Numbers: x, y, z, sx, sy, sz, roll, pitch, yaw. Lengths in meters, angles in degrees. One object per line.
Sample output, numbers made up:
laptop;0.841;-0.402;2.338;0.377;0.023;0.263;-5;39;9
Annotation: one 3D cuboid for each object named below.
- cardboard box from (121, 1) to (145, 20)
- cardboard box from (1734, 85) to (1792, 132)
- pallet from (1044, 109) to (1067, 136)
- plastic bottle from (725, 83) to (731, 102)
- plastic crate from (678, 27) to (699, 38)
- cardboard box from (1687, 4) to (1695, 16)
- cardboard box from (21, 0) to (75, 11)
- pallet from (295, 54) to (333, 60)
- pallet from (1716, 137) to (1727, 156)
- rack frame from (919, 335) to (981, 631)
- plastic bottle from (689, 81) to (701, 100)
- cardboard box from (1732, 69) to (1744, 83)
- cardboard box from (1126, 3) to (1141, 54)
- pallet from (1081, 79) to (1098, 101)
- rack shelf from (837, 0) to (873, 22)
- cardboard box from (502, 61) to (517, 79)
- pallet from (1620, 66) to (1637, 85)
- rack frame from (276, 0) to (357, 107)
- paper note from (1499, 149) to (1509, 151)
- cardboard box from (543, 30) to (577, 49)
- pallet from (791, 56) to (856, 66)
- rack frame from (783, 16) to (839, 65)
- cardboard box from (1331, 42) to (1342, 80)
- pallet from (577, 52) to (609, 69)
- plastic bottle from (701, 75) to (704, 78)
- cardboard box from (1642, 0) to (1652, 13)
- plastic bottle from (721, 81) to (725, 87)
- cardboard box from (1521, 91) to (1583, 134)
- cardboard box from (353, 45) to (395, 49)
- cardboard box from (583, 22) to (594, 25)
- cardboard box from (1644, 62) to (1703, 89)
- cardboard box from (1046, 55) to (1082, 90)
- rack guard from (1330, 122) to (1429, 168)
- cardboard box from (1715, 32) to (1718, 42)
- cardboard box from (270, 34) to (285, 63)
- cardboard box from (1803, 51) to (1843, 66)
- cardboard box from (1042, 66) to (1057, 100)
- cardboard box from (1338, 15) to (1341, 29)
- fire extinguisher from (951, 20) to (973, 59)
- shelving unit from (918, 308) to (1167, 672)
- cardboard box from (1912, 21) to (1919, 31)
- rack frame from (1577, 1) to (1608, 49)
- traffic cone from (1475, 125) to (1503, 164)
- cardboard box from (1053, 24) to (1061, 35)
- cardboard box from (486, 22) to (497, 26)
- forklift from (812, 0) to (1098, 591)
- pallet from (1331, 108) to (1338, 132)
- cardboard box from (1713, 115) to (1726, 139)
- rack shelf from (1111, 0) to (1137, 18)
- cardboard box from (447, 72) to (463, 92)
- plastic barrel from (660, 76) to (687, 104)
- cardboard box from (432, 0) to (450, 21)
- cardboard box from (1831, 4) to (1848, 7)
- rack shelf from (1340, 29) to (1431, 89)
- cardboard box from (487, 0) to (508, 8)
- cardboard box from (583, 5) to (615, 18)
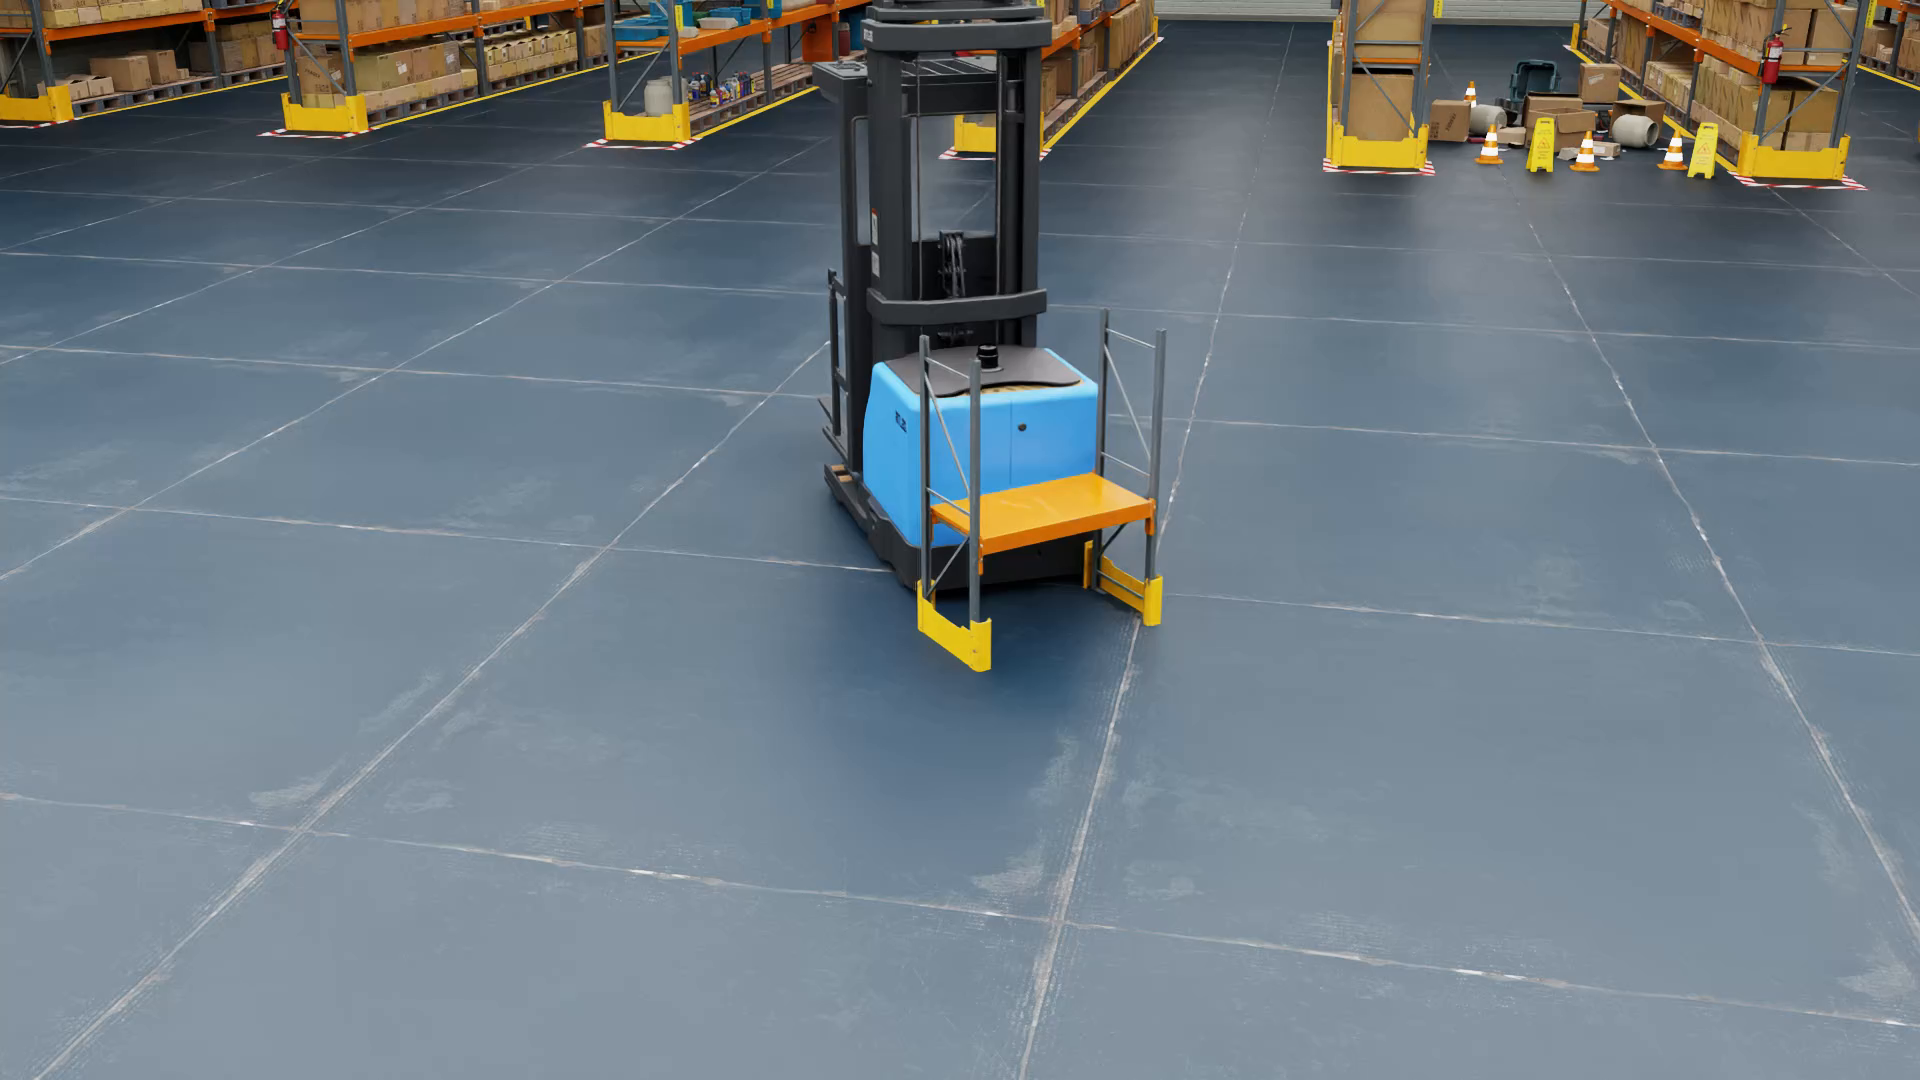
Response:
cardboard box;-13.325;-8.402;26.374;0.500;0.250;0.500;5;22;11
cardboard box;10.115;-5.438;20.956;0.500;0.500;0.500;5;22;11
pallet;0.972;-6.087;24.185;1.003;0.211;1.213;4;22;11
plastic bottle;-3.537;-6.805;25.298;0.097;0.271;0.097;0;22;0
plastic crate;-3.846;-7.171;23.498;0.298;0.136;0.250;4;22;11
cardboard box;10.946;-7.801;24.481;0.380;0.149;0.250;4;22;10
cardboard box;-13.650;-8.185;24.833;0.500;0.500;0.500;4;22;11
pallet;-12.571;-9.093;31.648;1.003;0.211;1.213;4;22;11
pallet;10.674;-5.332;22.309;1.003;0.211;1.213;4;22;11
rack frame;-0.048;-0.170;7.767;0.032;1.500;0.500;-12;25;-28
plastic bottle;-4.073;-6.904;25.539;0.152;0.276;0.135;4;22;11
cardboard box;10.178;-5.970;21.408;0.380;0.149;0.250;5;22;12
cardboard box;2.843;-9.976;32.390;1.225;0.875;0.875;5;22;11
pallet;1.726;-7.515;27.731;1.003;0.211;1.213;4;22;11
rack shelf;-2.303;-10.315;31.912;1.077;0.370;4.000;4;22;11
cardboard box;-7.945;-8.068;28.489;0.500;0.250;0.500;5;22;12
pallet;12.325;-8.218;29.475;1.003;0.211;1.213;4;22;11
rack frame;-9.192;-7.370;23.638;1.000;3.000;0.127;4;22;11
paper note;7.314;-5.249;22.349;0.144;0.017;0.142;13;25;29
cardboard box;-7.425;-9.265;30.711;0.500;0.311;0.500;5;22;12
pallet;-2.591;-8.915;31.206;1.003;0.211;1.213;4;22;11
rack frame;-2.711;-9.917;29.962;1.000;3.000;0.127;4;22;11
cardboard box;6.396;-7.399;26.159;1.050;0.750;0.750;4;22;11
pallet;-7.370;-9.272;32.094;1.003;0.211;1.213;4;22;11
plastic bottle;-4.061;-7.191;26.251;0.152;0.276;0.135;5;23;13
cardboard box;11.688;-8.919;27.685;0.500;0.250;0.500;4;22;9
plastic bottle;-3.623;-6.901;25.520;0.061;0.283;0.133;4;22;11
cardboard box;8.269;-5.941;23.250;0.797;0.637;0.503;4;22;11
cardboard box;-9.081;-7.406;25.841;0.500;0.500;0.500;4;22;11
cardboard box;-7.493;-9.890;32.651;0.500;0.500;0.500;4;22;9
cardboard box;11.714;-7.554;27.050;0.950;0.372;0.625;3;22;7
cardboard box;1.584;-7.517;26.760;0.700;0.500;0.500;4;22;11
rack guard;5.335;-5.030;21.174;1.175;0.500;0.348;4;22;11
cardboard box;10.619;-6.918;22.851;0.380;0.149;0.250;4;22;11
cardboard box;-12.798;-9.086;30.656;0.700;0.500;0.500;4;22;11
cardboard box;10.479;-5.850;20.200;0.380;0.149;0.250;5;22;11
cardboard box;1.201;-6.968;25.425;0.500;0.500;0.500;4;22;9
cardboard box;7.379;-9.720;31.253;0.500;0.250;0.500;3;22;9
fire extinguisher;0.031;-6.571;21.757;0.296;0.674;0.183;4;22;11
shelving unit;0.397;-0.268;8.012;1.083;1.500;0.587;-12;25;-28
cardboard box;17.176;-9.134;29.536;0.380;0.149;0.250;3;22;8
rack frame;13.472;-11.710;34.413;1.000;3.000;0.127;4;22;11
traffic cone;6.839;-5.108;21.416;0.336;0.463;0.334;4;22;11
cardboard box;1.245;-7.311;23.829;0.380;0.149;0.250;4;22;11
cardboard box;-11.026;-12.002;37.924;0.700;0.500;0.500;4;22;9
forklift;-0.185;-1.617;9.446;1.130;2.935;3.031;-7;23;-16
pallet;5.925;-6.096;24.206;1.003;0.211;1.213;4;22;11
cardboard box;10.323;-5.474;22.049;0.500;0.250;0.500;4;22;9
rack shelf;2.546;-9.937;30.975;1.077;0.370;4.000;4;22;11
cardboard box;-8.368;-7.384;26.791;0.500;0.250;0.500;4;22;11
plastic barrel;-4.182;-6.462;24.151;0.421;0.512;0.421;0;22;0
cardboard box;-8.561;-8.523;26.367;0.700;0.500;0.500;4;22;10
cardboard box;10.677;-6.384;20.658;0.500;0.500;0.500;5;23;13
rack shelf;5.748;-6.596;22.679;1.077;0.370;4.000;4;22;11
cardboard box;-8.096;-9.352;28.424;0.500;0.500;0.500;6;23;15
cardboard box;-7.285;-10.627;33.478;0.500;0.250;0.500;5;22;11
